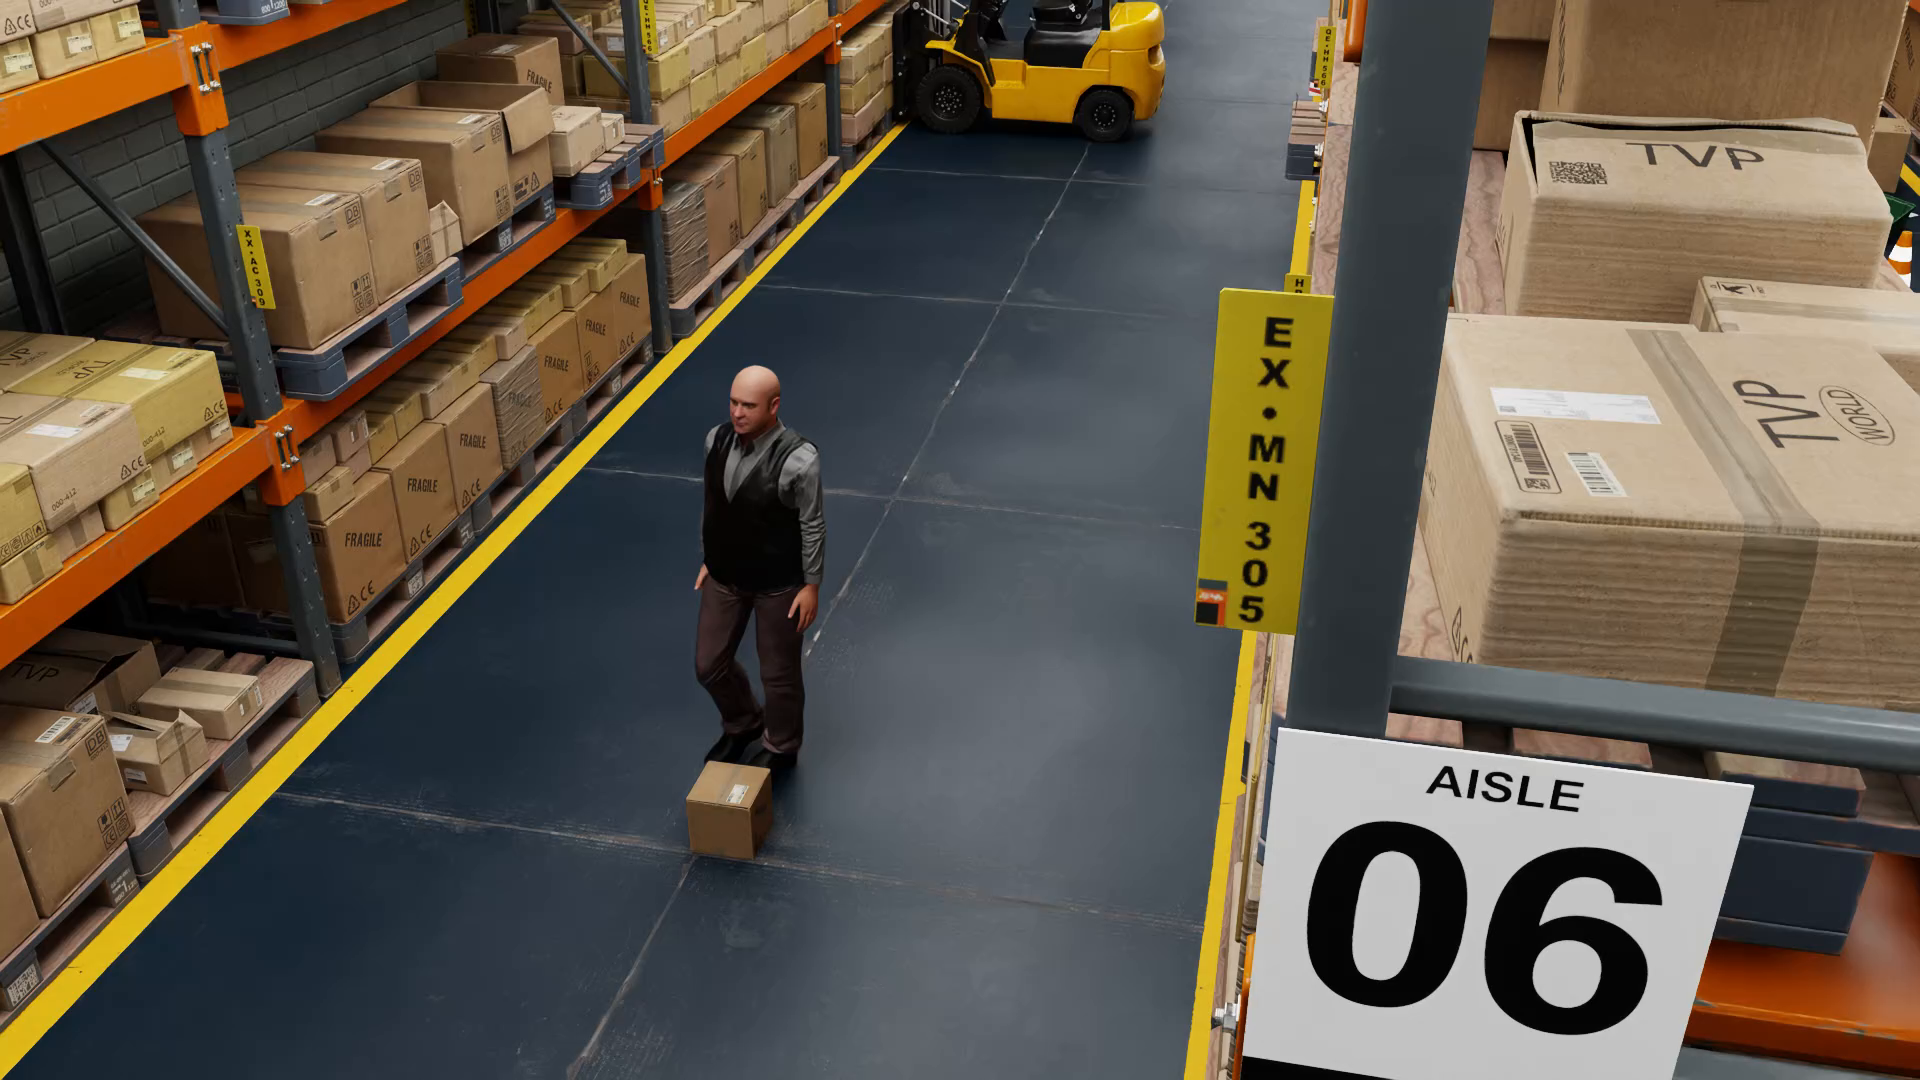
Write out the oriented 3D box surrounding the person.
[{"bbox_3d":[-0.778,0.173,6.345,0.545,1.750,0.389,15,32,26],"label":"person"}]
